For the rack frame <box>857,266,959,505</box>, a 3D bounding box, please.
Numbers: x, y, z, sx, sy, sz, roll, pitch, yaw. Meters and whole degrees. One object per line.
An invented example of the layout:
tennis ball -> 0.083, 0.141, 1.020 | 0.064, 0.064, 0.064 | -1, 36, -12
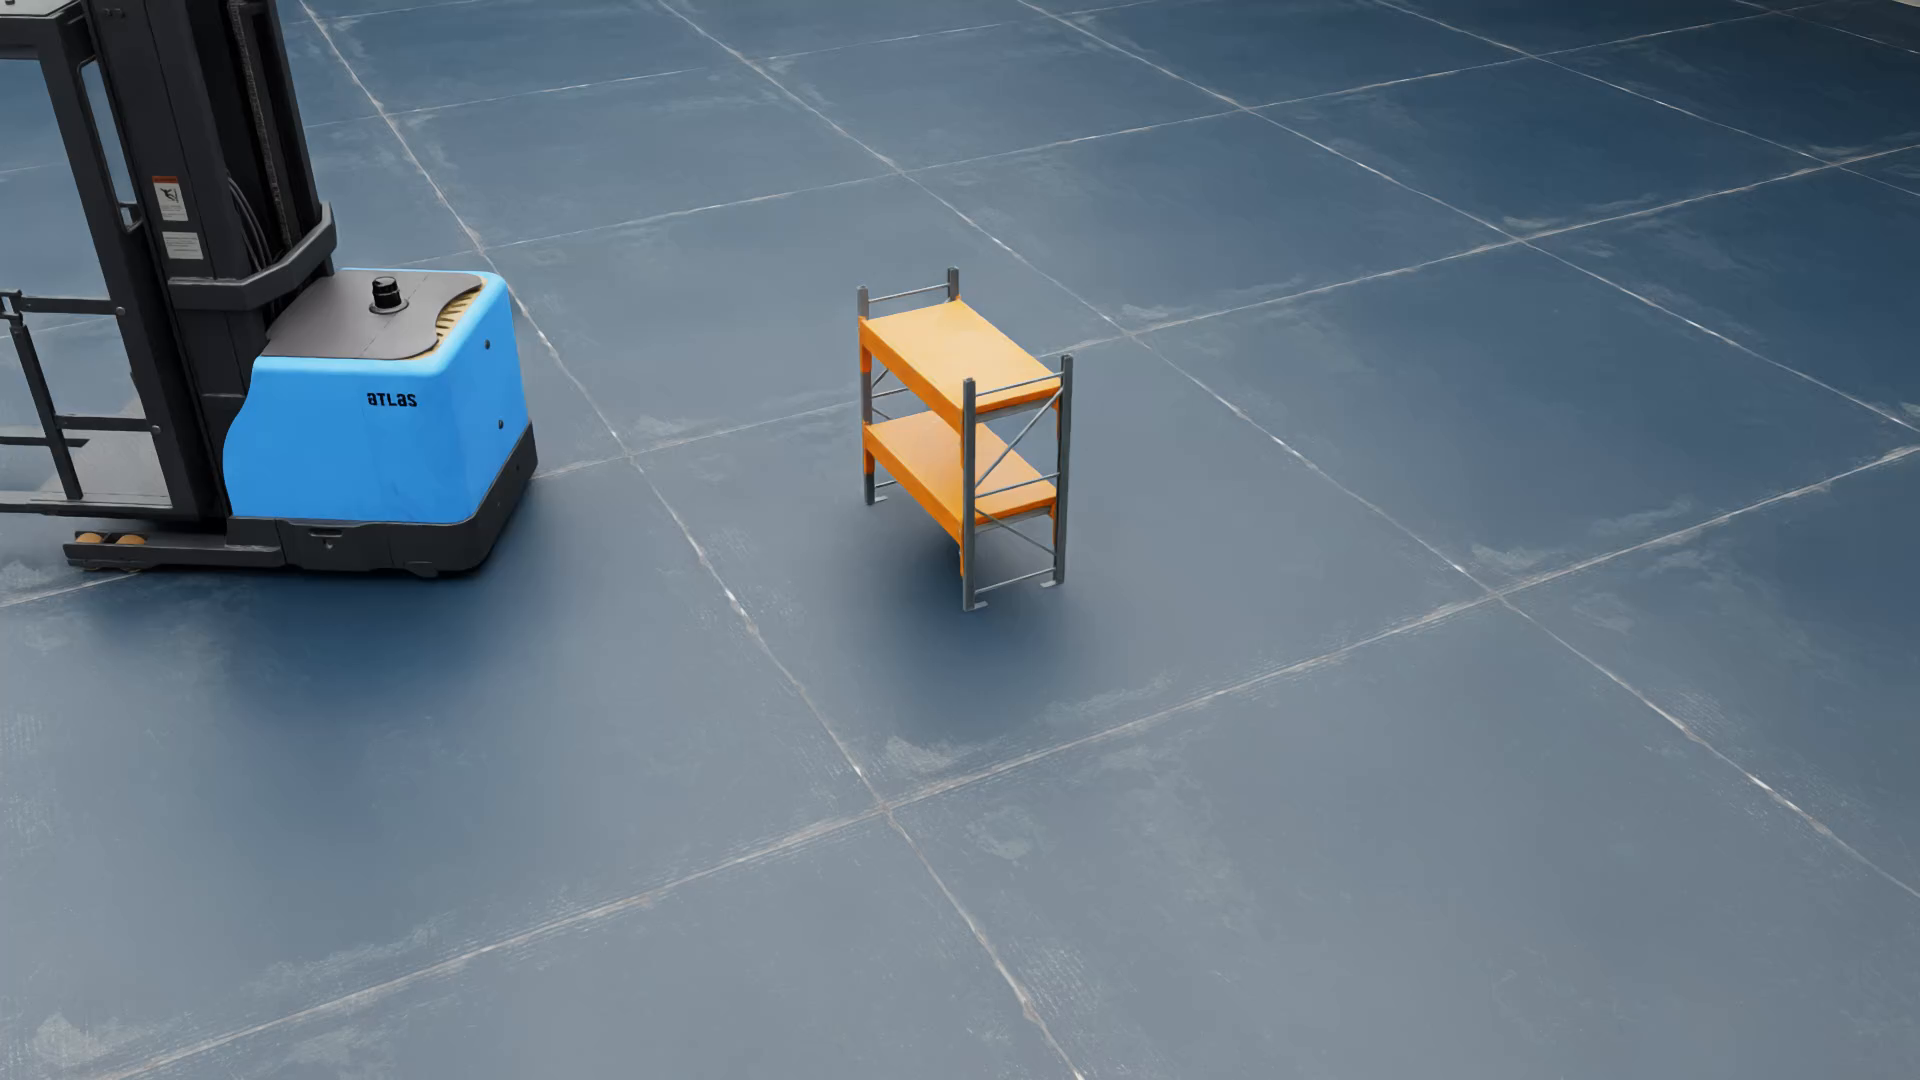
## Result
rack frame -> -0.234, -0.713, 7.820 | 0.500, 1.125, 0.032 | -16, 36, -23

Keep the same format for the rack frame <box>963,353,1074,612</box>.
rack frame -> 0.240, -0.228, 7.063 | 0.500, 1.125, 0.032 | -16, 36, -23

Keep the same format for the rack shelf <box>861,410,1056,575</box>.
rack shelf -> 0.003, -0.265, 7.573 | 0.538, 0.278, 1.000 | -16, 36, -23

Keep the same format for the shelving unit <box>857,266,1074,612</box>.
shelving unit -> 0.003, -0.470, 7.442 | 0.538, 1.125, 1.048 | -16, 36, -23

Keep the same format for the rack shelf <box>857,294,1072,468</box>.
rack shelf -> 0.003, -0.717, 7.284 | 0.538, 0.278, 1.000 | -16, 36, -23

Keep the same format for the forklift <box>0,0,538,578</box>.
forklift -> -3.622, -1.372, 7.174 | 3.031, 2.935, 1.130 | 2, 33, 3
